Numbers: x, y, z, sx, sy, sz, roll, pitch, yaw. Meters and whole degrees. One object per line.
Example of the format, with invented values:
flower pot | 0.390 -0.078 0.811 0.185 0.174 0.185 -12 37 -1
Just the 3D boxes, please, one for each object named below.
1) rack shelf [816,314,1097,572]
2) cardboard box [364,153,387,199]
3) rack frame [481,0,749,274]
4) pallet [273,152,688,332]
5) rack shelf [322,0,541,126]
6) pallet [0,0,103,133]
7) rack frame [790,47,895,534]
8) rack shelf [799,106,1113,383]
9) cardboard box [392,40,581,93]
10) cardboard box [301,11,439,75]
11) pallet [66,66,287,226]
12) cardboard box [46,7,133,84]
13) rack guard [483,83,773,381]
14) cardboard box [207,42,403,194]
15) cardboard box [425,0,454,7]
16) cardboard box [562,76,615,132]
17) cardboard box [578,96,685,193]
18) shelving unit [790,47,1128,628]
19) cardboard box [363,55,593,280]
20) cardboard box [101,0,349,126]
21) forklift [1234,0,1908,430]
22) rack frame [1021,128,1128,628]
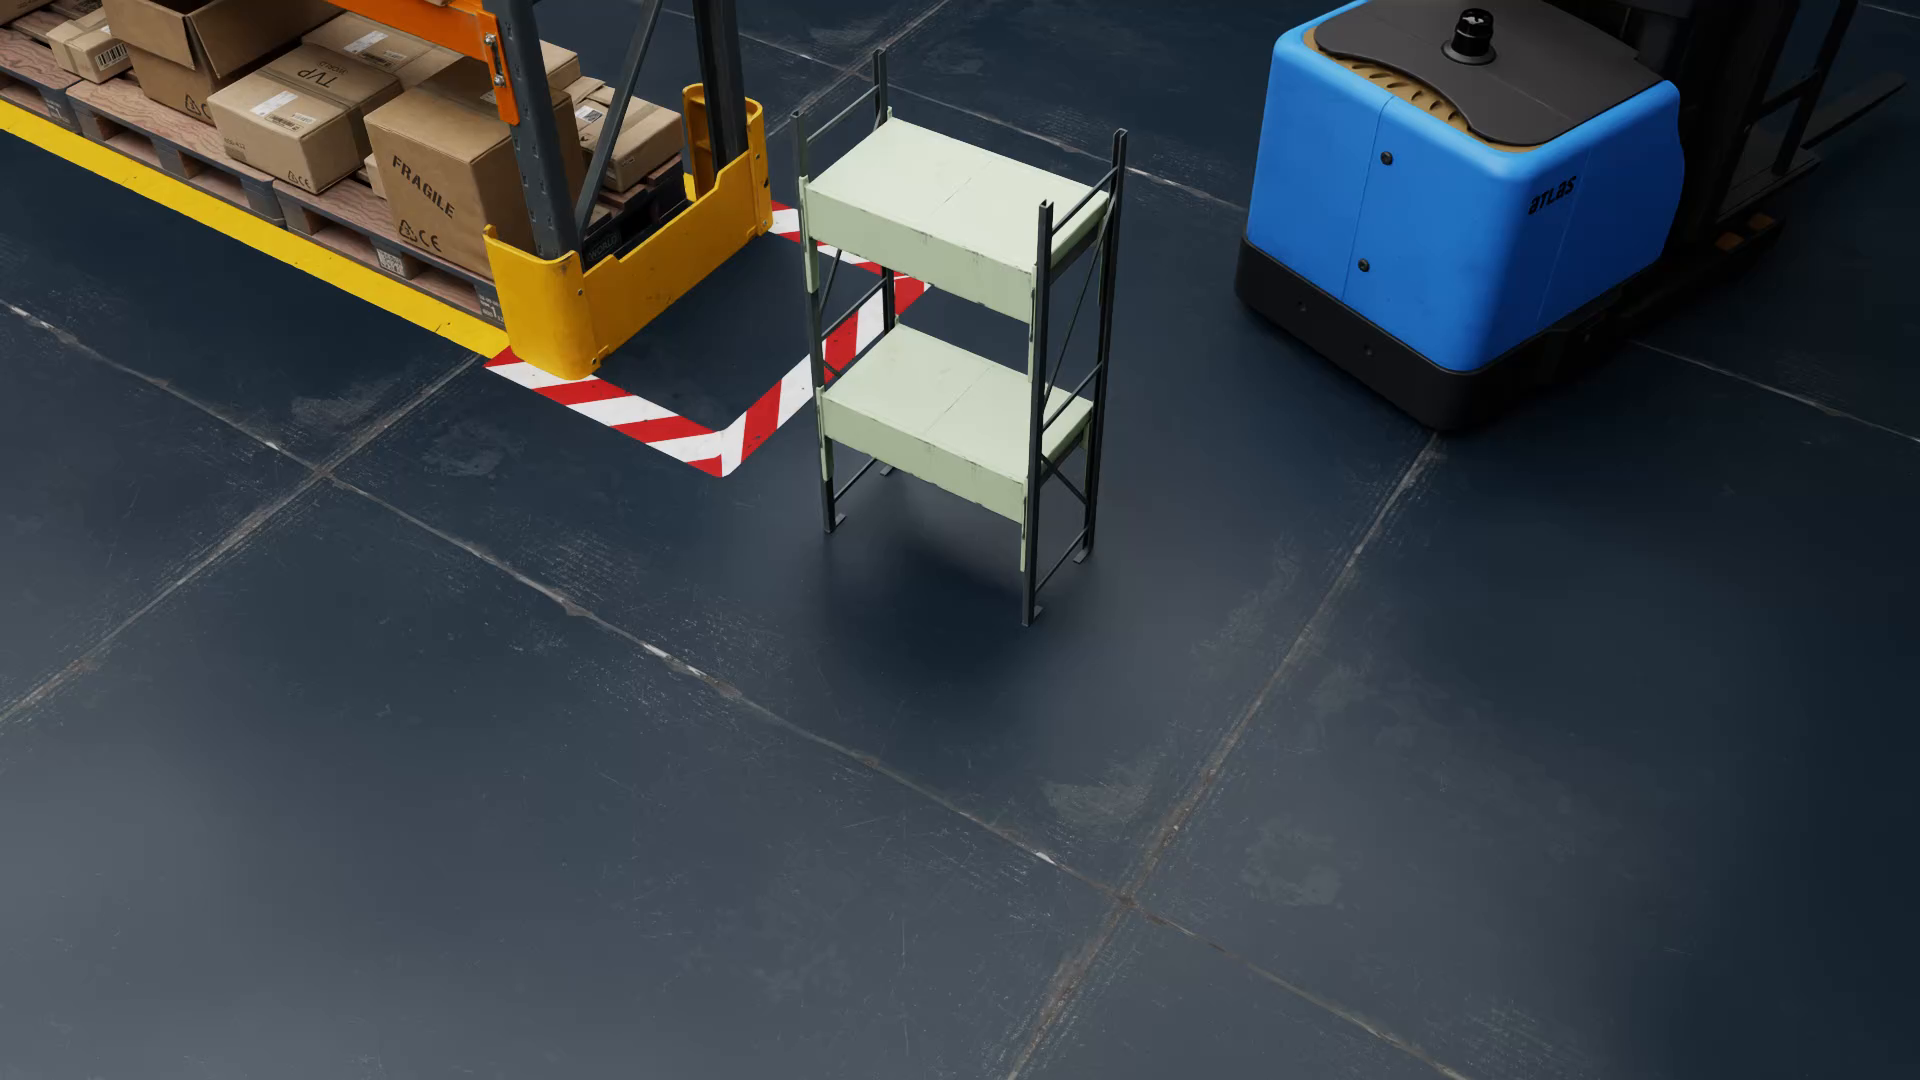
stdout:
rack shelf | -0.006 -0.298 4.948 0.720 0.370 0.431 25 51 22
cardboard box | -1.978 -1.411 6.198 0.250 0.166 0.380 25 51 22
rack frame | -1.095 -1.972 5.074 0.127 3.000 1.000 25 51 22
pallet | -1.830 -1.337 6.403 1.213 0.211 1.003 25 51 22
rack shelf | -2.778 -2.495 6.085 4.000 0.370 1.077 25 51 22
pallet | -3.884 -2.282 7.321 1.213 0.211 1.003 25 51 22
rack frame | -0.314 -0.667 4.852 0.023 1.500 0.400 25 51 22
rack shelf | -0.006 -0.797 4.435 0.720 0.370 0.431 25 51 22
cardboard box | -1.820 -1.742 6.462 0.500 0.250 0.500 25 51 22
cardboard box | -2.241 -1.936 6.650 0.500 0.250 0.500 25 51 22
pallet | -2.853 -1.810 6.862 1.213 0.211 1.003 25 51 22
cardboard box | -3.492 -2.064 6.833 0.250 0.166 0.380 25 51 22
rack guard | -1.159 -1.130 6.000 0.348 0.500 1.175 25 51 22
cardboard box | -2.469 -1.615 6.338 0.500 0.250 0.500 25 51 22
cardboard box | -1.619 -2.016 5.047 0.500 0.500 0.500 26 51 23
cardboard box | -1.472 -1.604 6.386 0.250 0.166 0.380 25 51 22
cardboard box | -1.262 -1.501 6.298 0.250 0.149 0.380 25 51 22
shelving unit | -0.006 -0.525 4.715 0.755 1.500 0.431 25 51 22
cardboard box | -1.685 -1.316 5.873 0.500 0.500 0.500 25 51 22
cardboard box | -2.878 -2.079 6.613 0.637 0.503 0.797 25 51 22
forklift | 2.466 -2.269 5.412 3.031 2.935 1.130 -29 53 -26
rack frame | 0.302 -0.384 4.577 0.023 1.500 0.400 25 51 22
